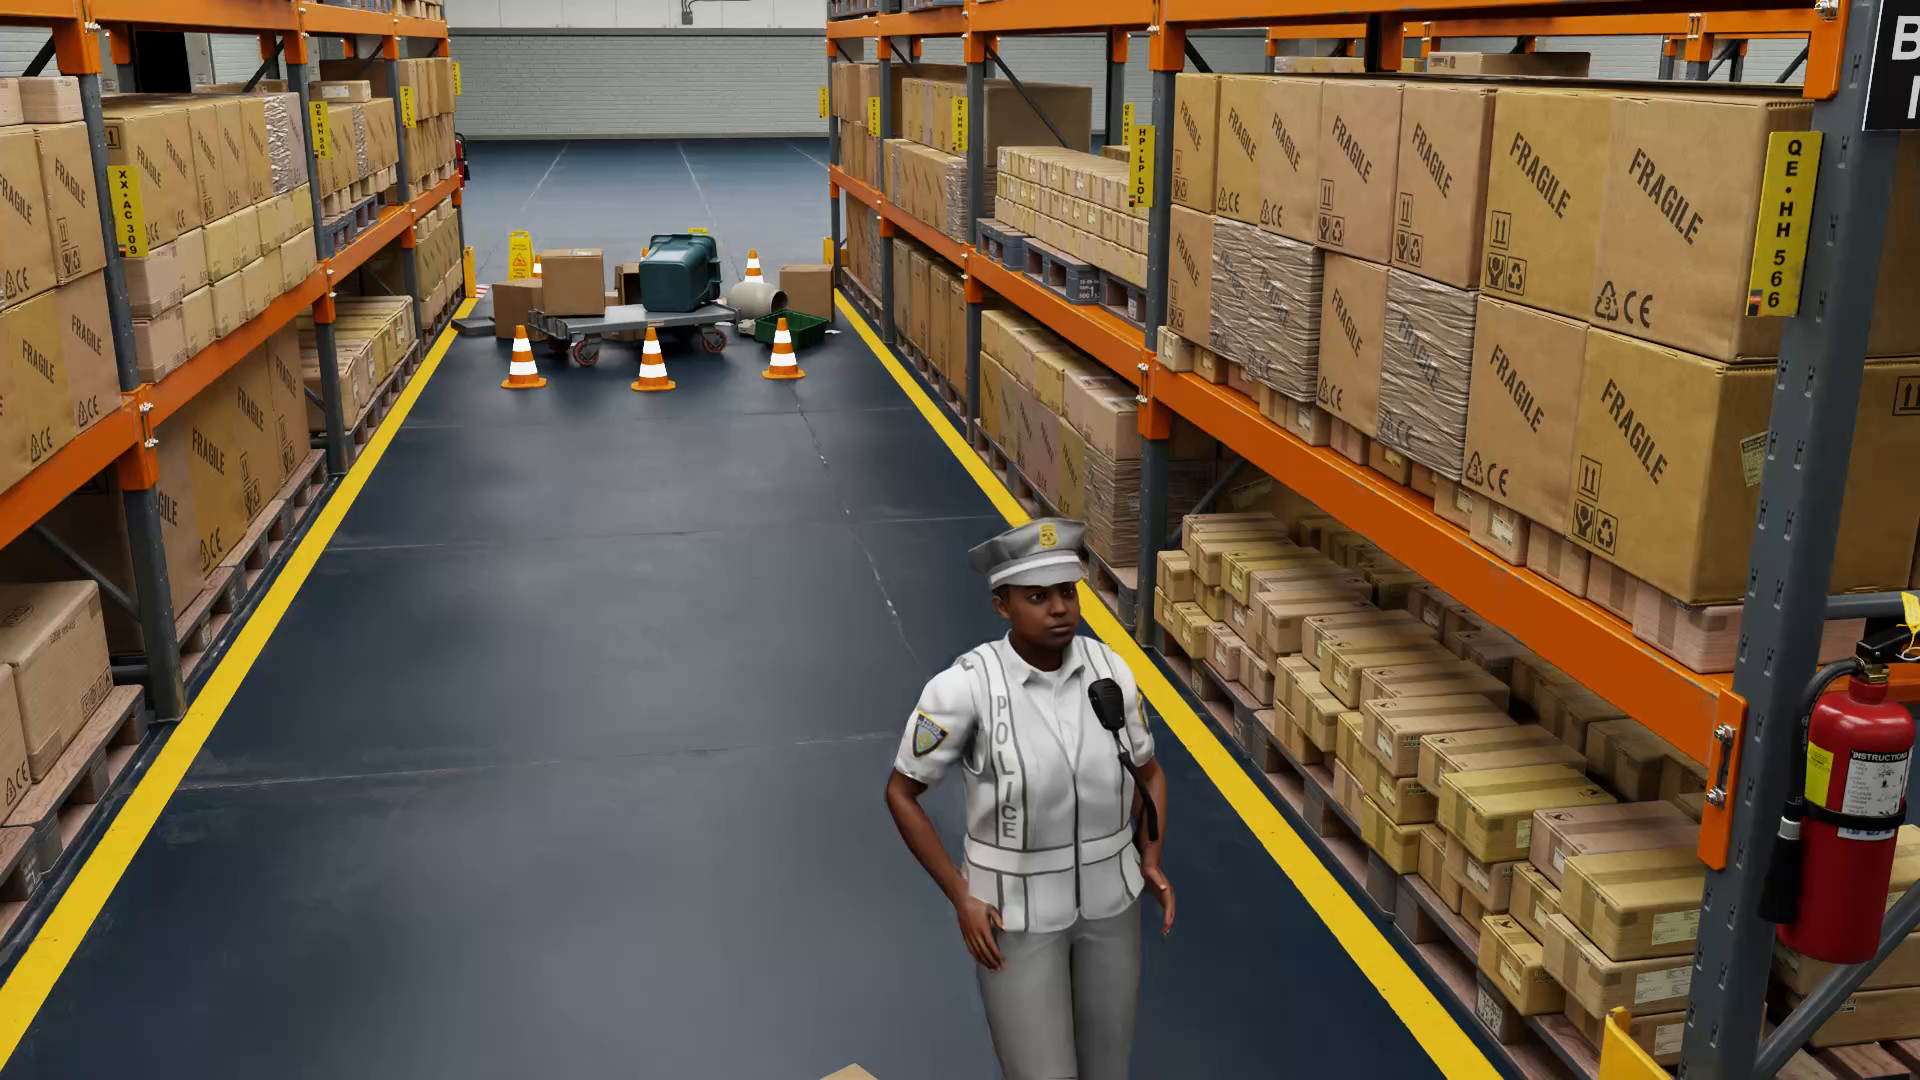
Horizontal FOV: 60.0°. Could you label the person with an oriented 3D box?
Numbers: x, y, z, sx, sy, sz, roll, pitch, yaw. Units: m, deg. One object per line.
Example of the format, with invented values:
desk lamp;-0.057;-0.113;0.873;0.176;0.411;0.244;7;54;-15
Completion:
person;0.196;0.777;3.407;0.591;1.680;0.508;-7;18;-23
